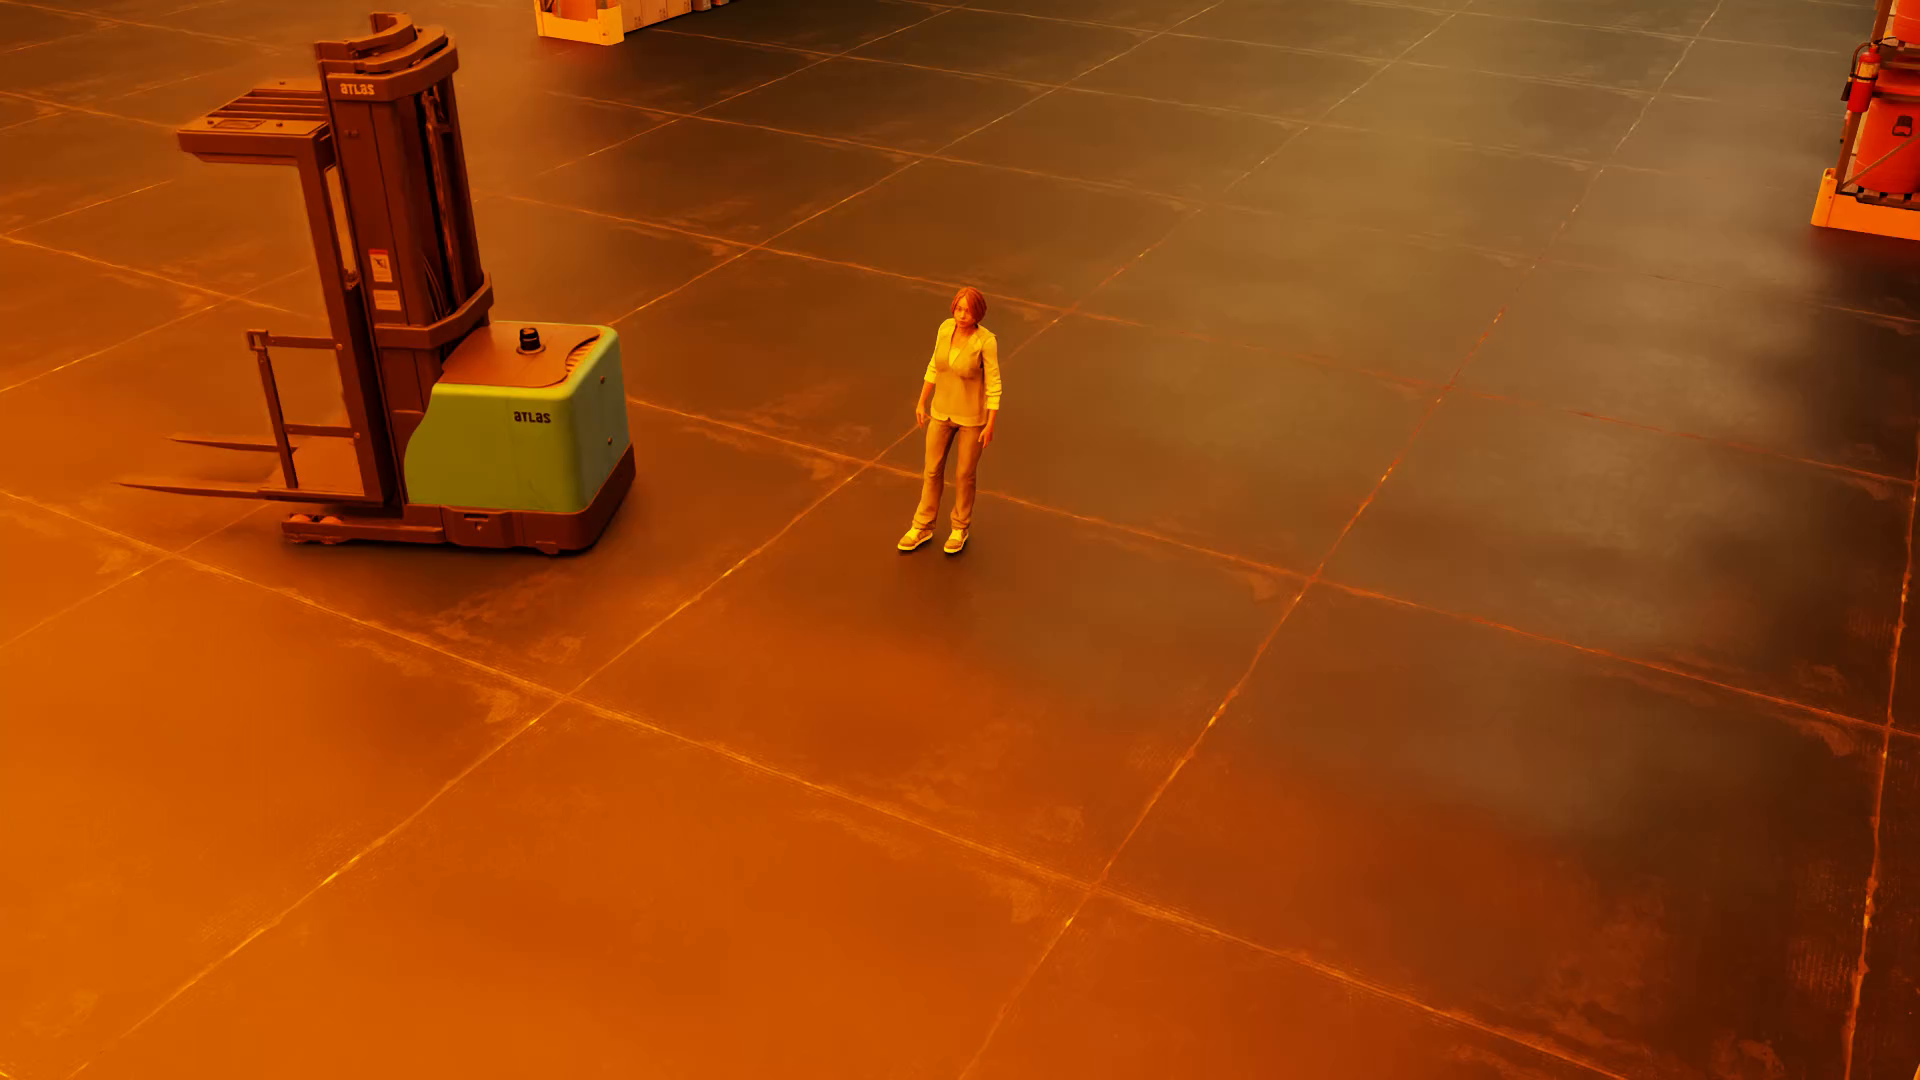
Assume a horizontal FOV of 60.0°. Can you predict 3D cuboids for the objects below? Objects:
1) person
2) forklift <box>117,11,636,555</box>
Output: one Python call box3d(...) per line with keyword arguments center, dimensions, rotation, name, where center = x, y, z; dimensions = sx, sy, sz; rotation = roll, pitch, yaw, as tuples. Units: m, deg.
box3d(center=(-0.048, -0.669, 9.550), dimensions=(0.520, 1.597, 0.475), rotation=(15, 33, 25), name="person")
box3d(center=(-3.615, -1.497, 9.665), dimensions=(3.031, 2.935, 1.130), rotation=(4, 30, 6), name="forklift")
